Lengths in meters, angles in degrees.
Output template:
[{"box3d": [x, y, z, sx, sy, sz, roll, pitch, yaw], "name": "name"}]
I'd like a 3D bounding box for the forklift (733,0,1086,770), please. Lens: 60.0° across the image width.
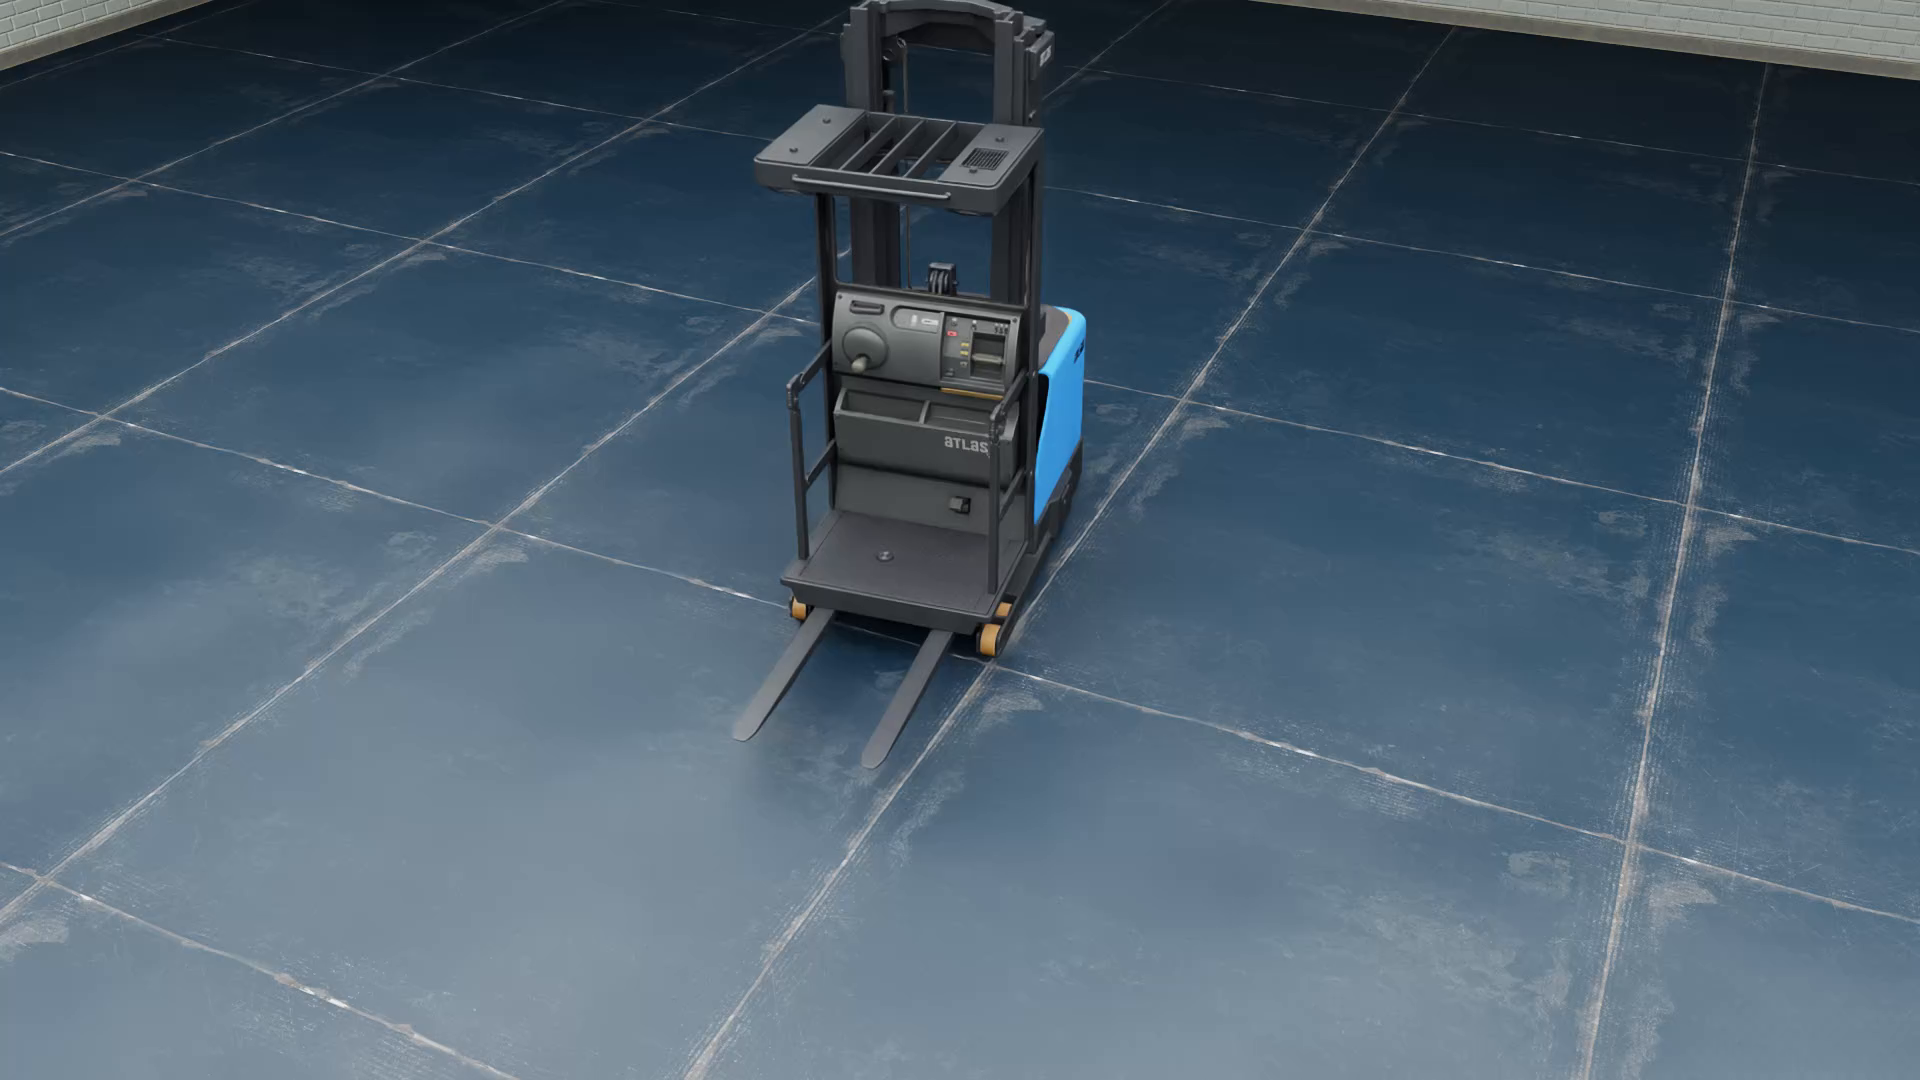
[{"box3d": [-0.230, -0.894, 7.809, 1.130, 2.935, 3.031, 10, 35, 15], "name": "forklift"}]
